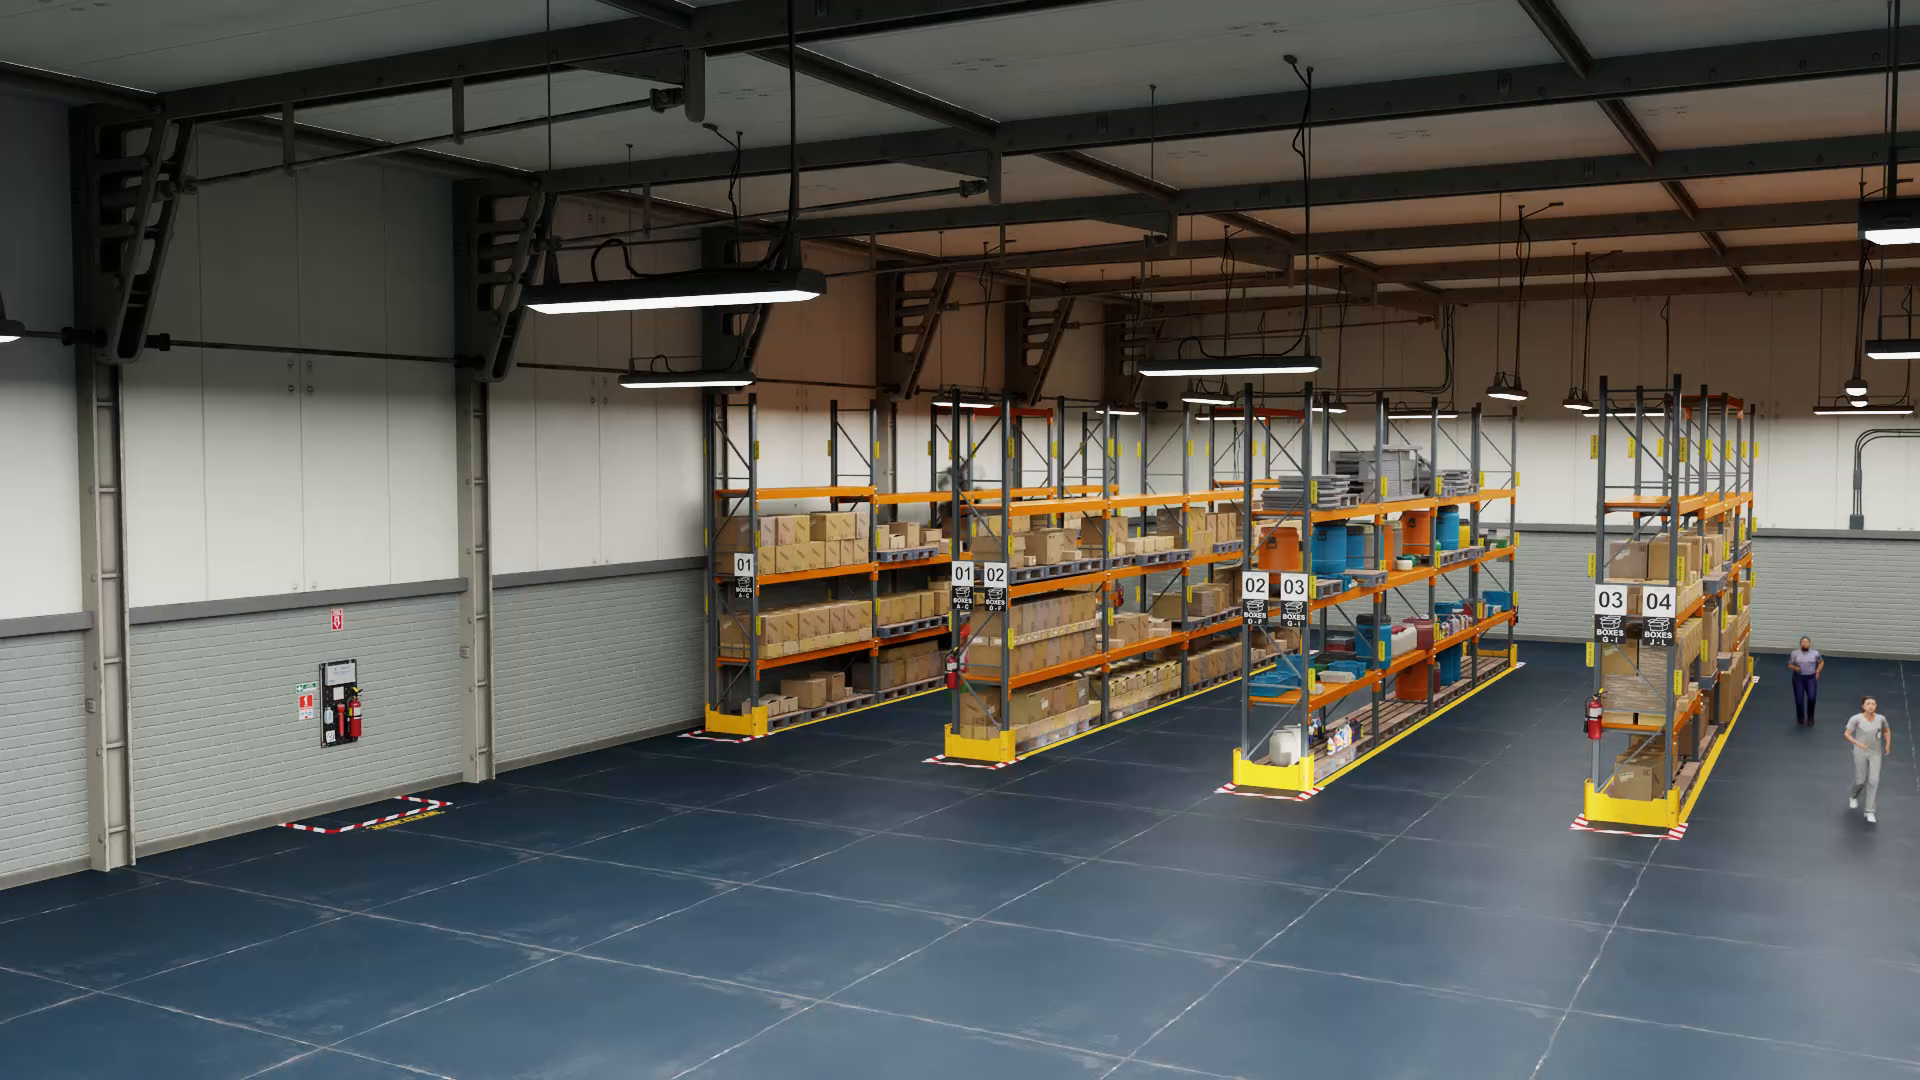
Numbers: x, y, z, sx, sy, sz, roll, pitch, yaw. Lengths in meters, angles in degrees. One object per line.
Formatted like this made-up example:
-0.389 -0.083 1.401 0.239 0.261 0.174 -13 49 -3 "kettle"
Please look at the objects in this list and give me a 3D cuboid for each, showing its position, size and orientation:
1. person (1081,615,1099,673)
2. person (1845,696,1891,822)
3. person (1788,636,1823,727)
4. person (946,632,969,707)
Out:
2.751 2.183 36.023 0.670 1.761 0.751 1 3 24 "person"
12.385 2.948 22.696 0.589 1.677 0.811 1 3 15 "person"
15.302 2.573 30.103 0.571 1.630 0.665 2 3 27 "person"
-0.003 2.515 29.896 0.652 1.736 0.584 1 3 21 "person"
